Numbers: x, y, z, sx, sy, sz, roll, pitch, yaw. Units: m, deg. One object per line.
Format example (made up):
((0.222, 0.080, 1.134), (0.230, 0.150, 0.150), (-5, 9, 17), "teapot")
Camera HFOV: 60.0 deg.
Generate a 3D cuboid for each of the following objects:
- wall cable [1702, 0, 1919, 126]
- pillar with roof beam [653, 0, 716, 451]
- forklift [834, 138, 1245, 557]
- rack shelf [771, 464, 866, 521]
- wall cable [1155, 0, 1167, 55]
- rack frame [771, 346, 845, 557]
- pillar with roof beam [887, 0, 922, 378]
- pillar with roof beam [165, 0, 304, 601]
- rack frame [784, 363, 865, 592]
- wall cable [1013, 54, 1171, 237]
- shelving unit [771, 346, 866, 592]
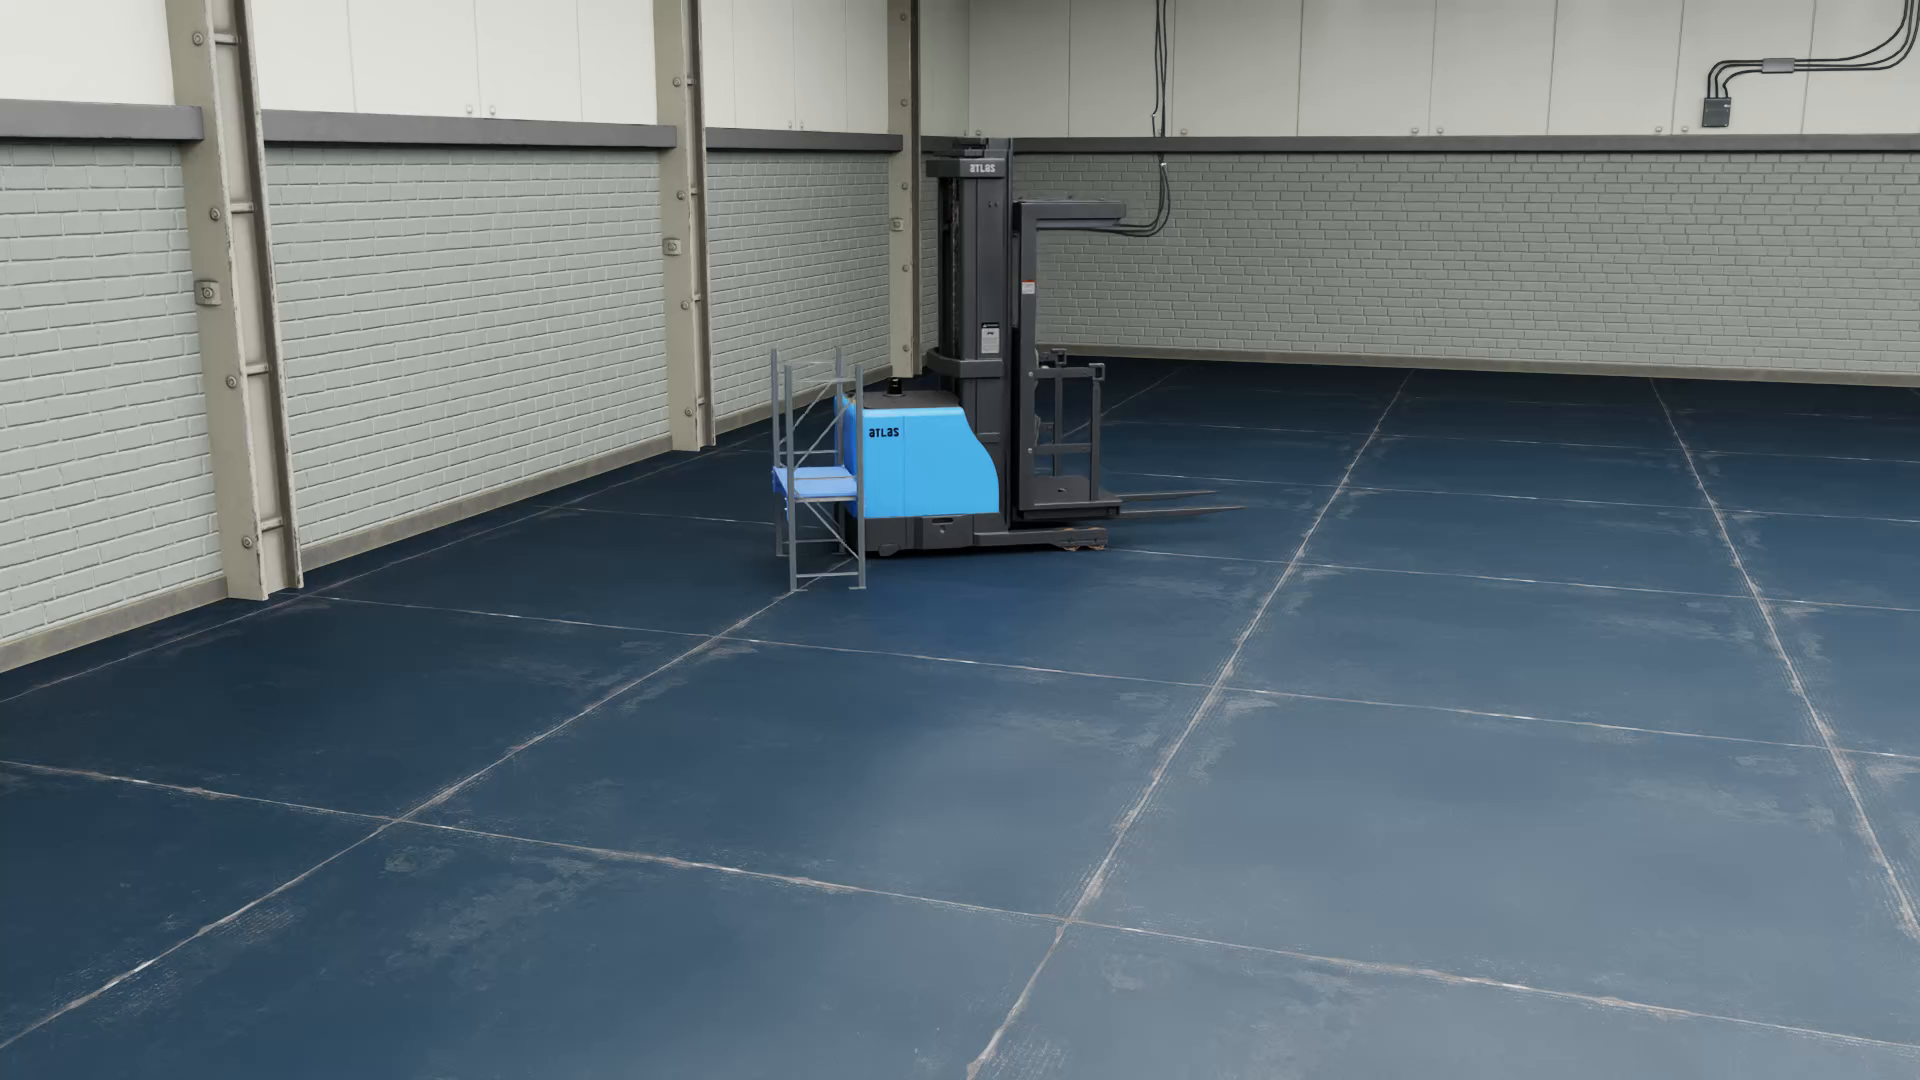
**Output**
((10.469, -8.070, 19.978), (2.305, 6.003, 0.169), (4, 14, 18), "wall cable")
((1.419, -5.000, 14.172), (9.100, 9.000, 0.400), (4, 14, 18), "pillar with roof beam")
((0.611, -1.459, 12.294), (3.031, 2.935, 1.130), (-3, 13, -12), "forklift")
((-0.979, -0.336, 11.396), (0.538, 0.185, 1.000), (-3, 13, -11), "rack shelf")
((4.051, -7.852, 22.296), (3.097, 2.526, 0.112), (4, 14, 18), "wall cable")
((-1.079, -0.622, 11.842), (0.500, 1.500, 0.032), (-3, 13, -11), "rack frame")
((3.360, -6.263, 19.707), (9.100, 9.000, 0.400), (4, 14, 18), "pillar with roof beam")
((-0.523, -3.737, 8.637), (9.100, 9.000, 0.400), (4, 14, 18), "pillar with roof beam")
((-0.879, -0.400, 10.870), (0.500, 1.500, 0.032), (-3, 13, -11), "rack frame")
((1.491, -5.585, 23.711), (3.097, 2.526, 0.112), (4, 14, 18), "wall cable")
((-0.979, -0.511, 11.356), (0.538, 1.500, 1.048), (-3, 13, -11), "shelving unit")
